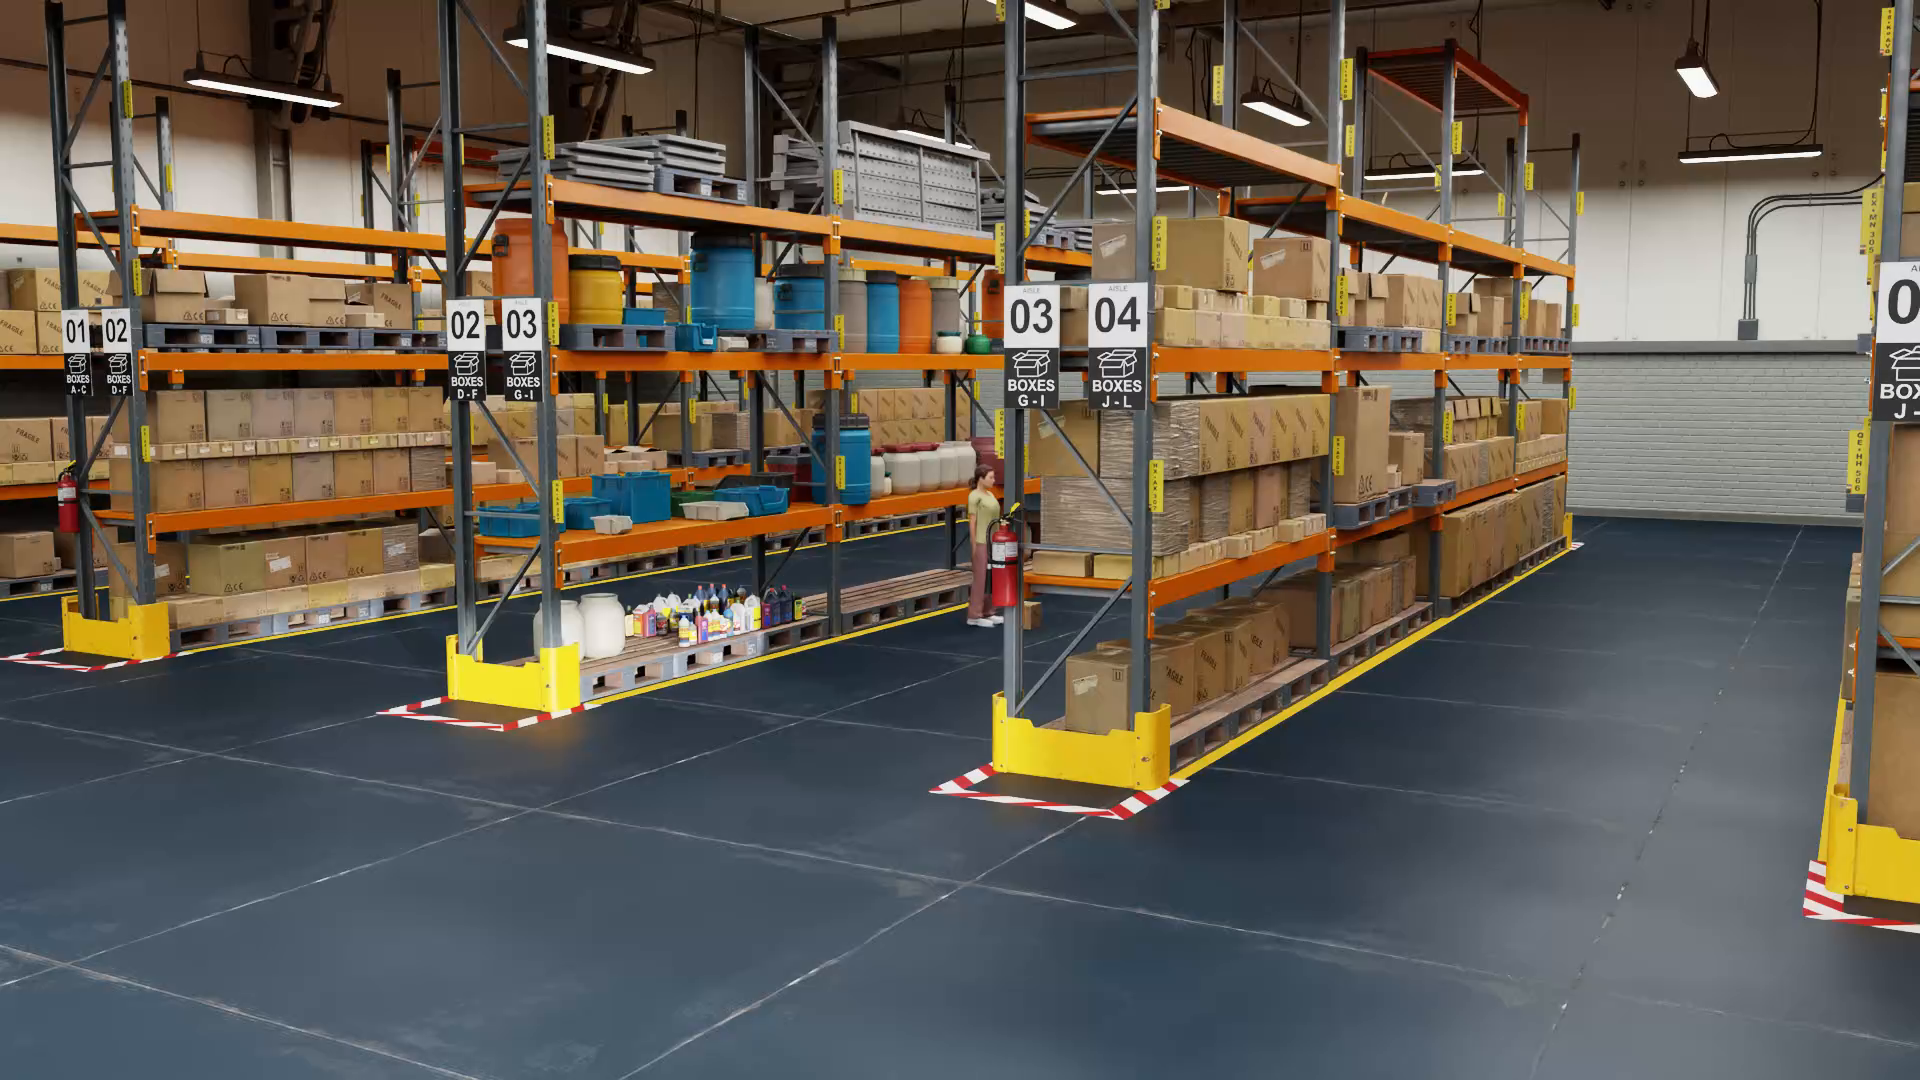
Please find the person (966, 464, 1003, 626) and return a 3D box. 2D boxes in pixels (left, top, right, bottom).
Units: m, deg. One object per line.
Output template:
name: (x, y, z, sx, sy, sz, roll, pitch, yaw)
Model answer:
person: (0.247, 0.045, 17.281, 0.362, 1.672, 0.442, 3, 7, 30)
